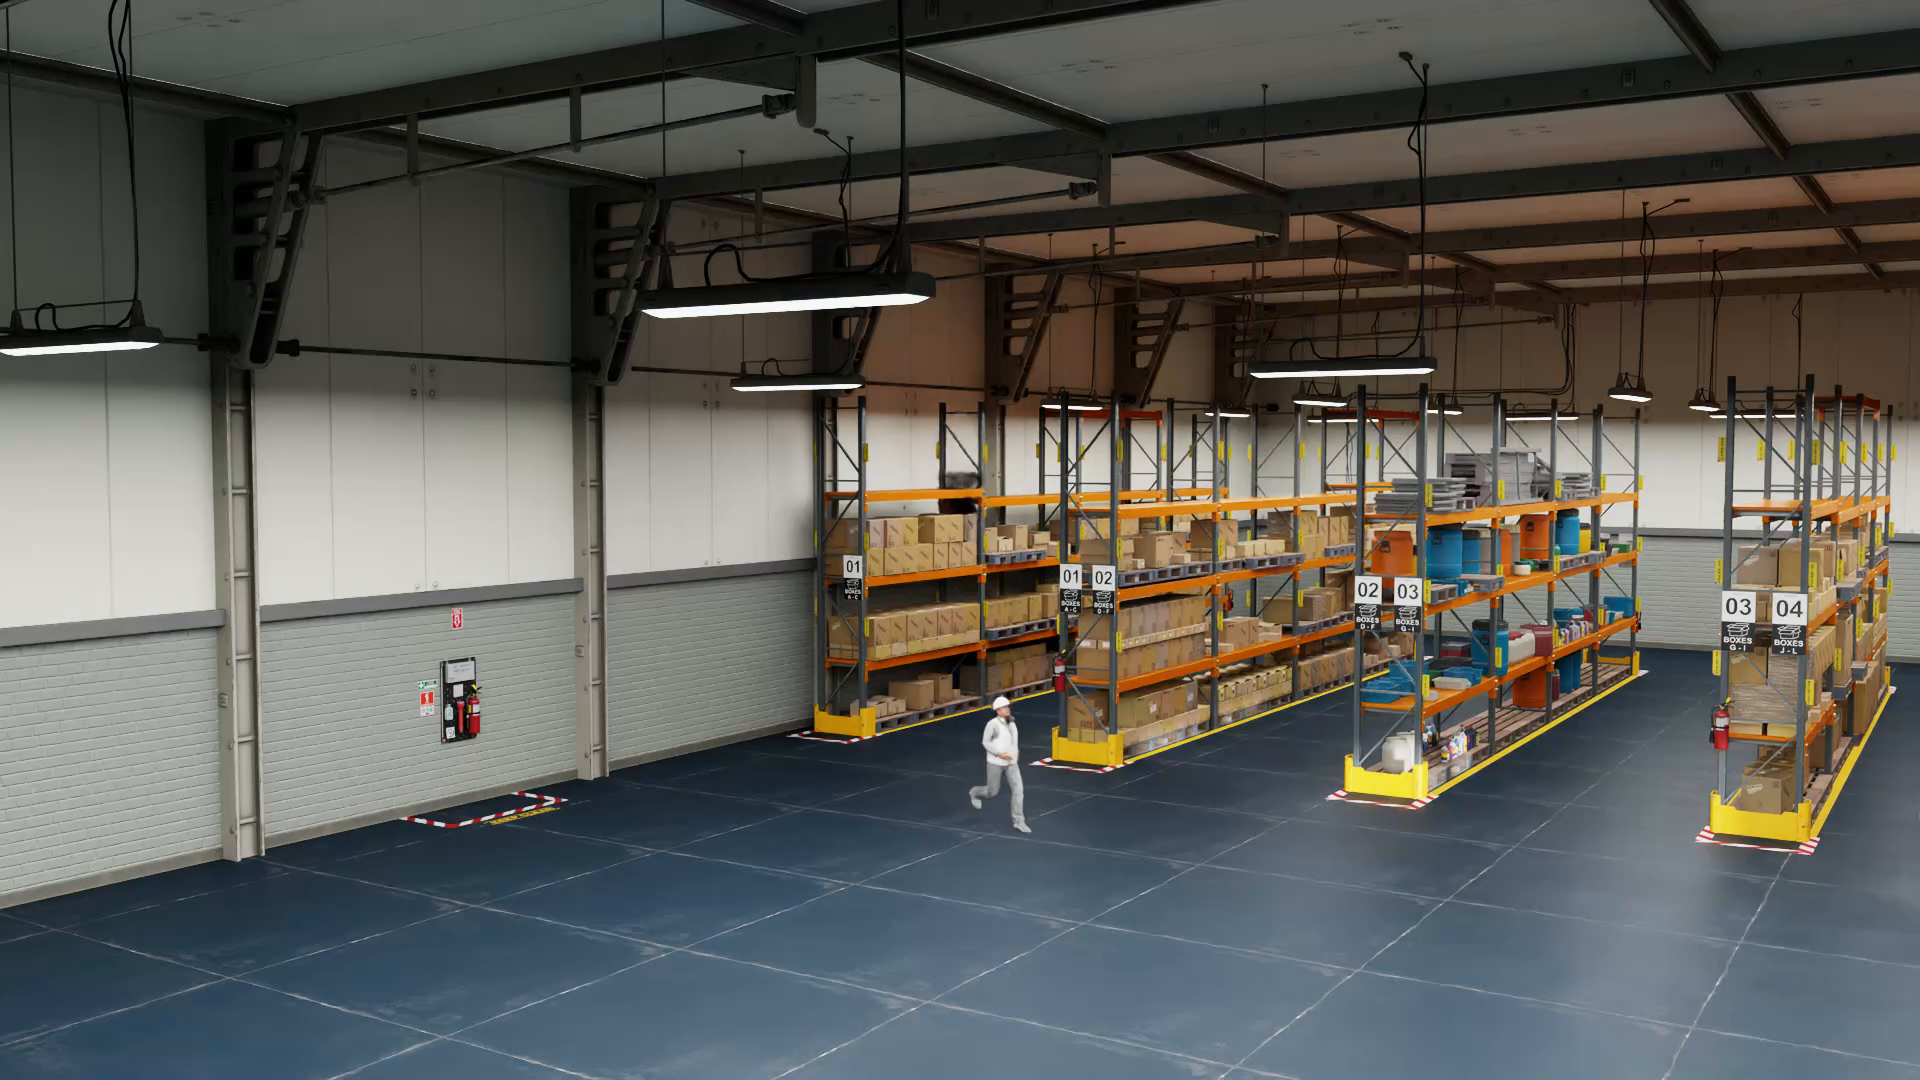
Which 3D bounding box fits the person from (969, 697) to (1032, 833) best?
[{"bbox_3d":[0.537,2.977,22.223,0.632,1.768,1.092,-2,4,-37],"label":"person"}]
